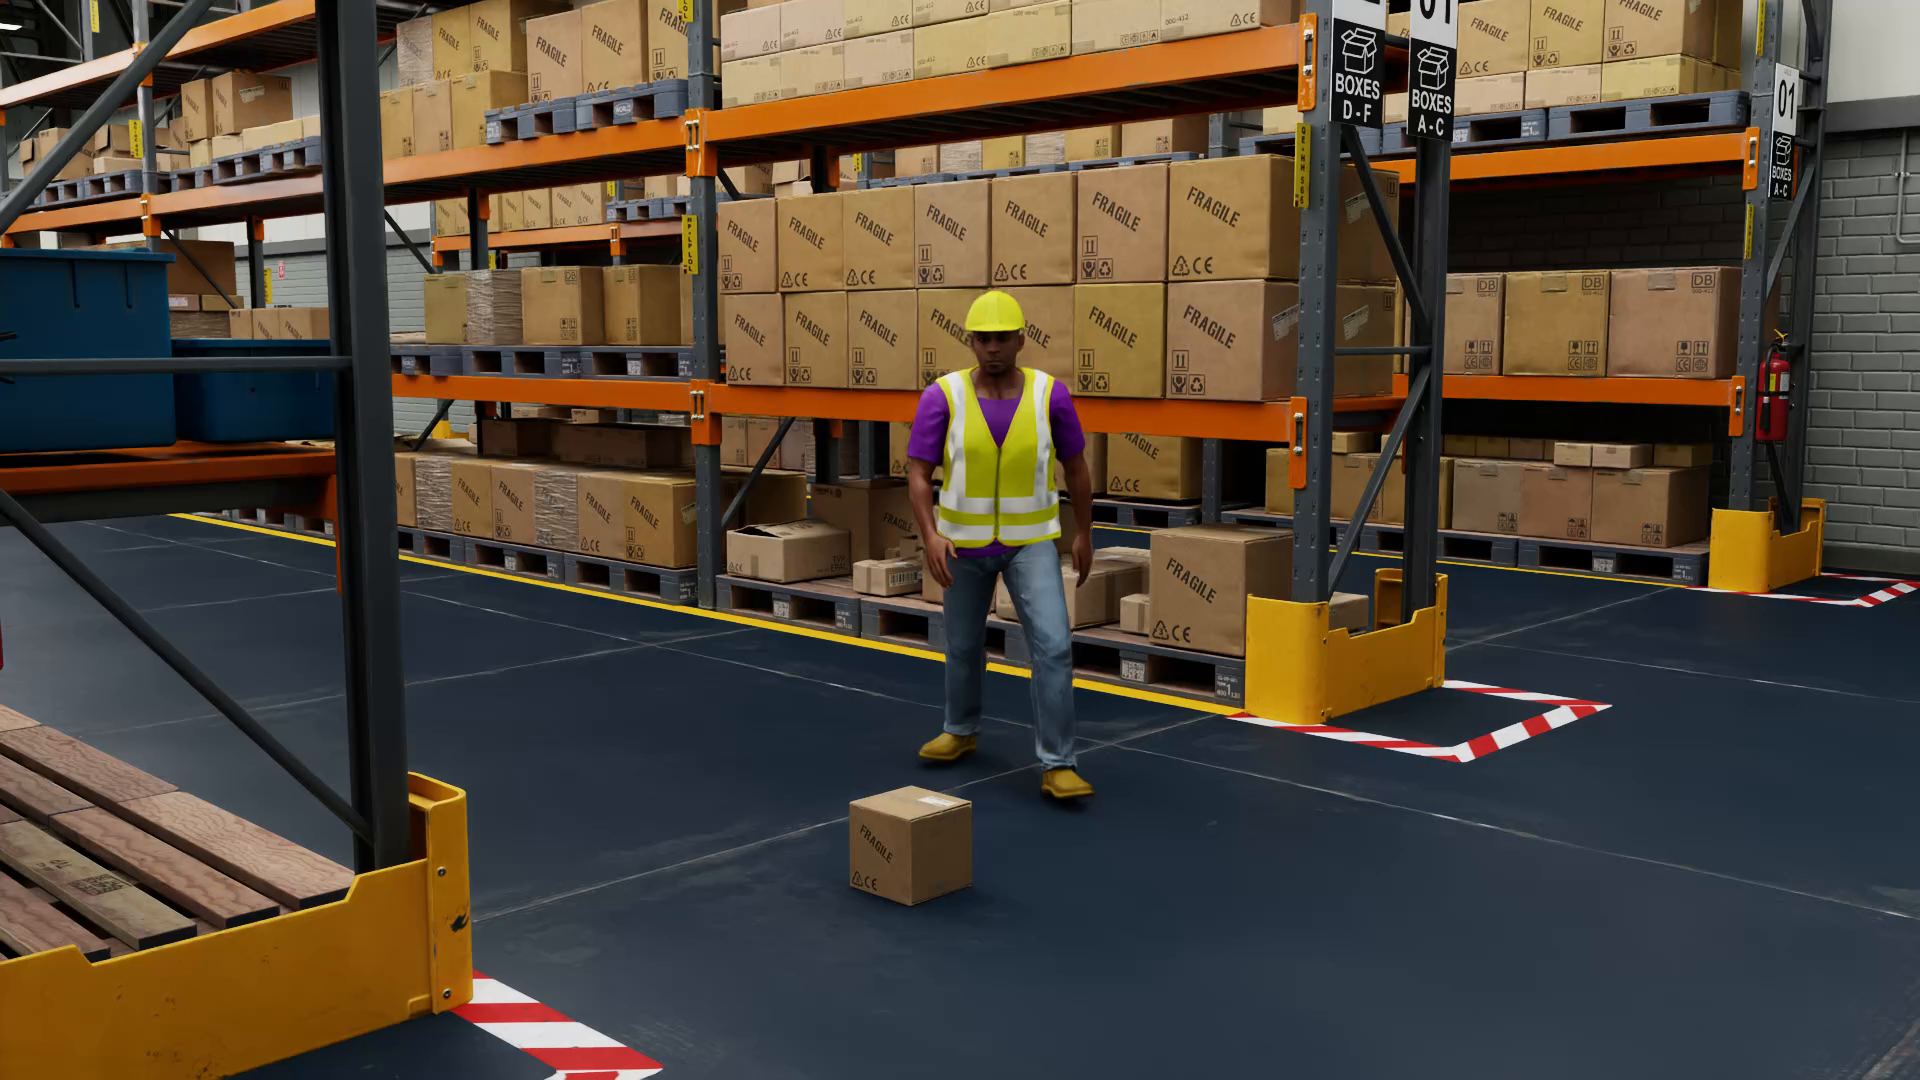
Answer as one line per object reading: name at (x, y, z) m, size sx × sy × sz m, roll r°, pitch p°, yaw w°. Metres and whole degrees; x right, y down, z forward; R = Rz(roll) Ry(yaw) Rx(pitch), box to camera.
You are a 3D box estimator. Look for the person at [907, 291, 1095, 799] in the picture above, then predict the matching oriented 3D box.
person at (-6.079, -0.486, 9.768) m, size 13.402 × 1.721 × 8.305 m, roll 0°, pitch 7°, yaw 2°
